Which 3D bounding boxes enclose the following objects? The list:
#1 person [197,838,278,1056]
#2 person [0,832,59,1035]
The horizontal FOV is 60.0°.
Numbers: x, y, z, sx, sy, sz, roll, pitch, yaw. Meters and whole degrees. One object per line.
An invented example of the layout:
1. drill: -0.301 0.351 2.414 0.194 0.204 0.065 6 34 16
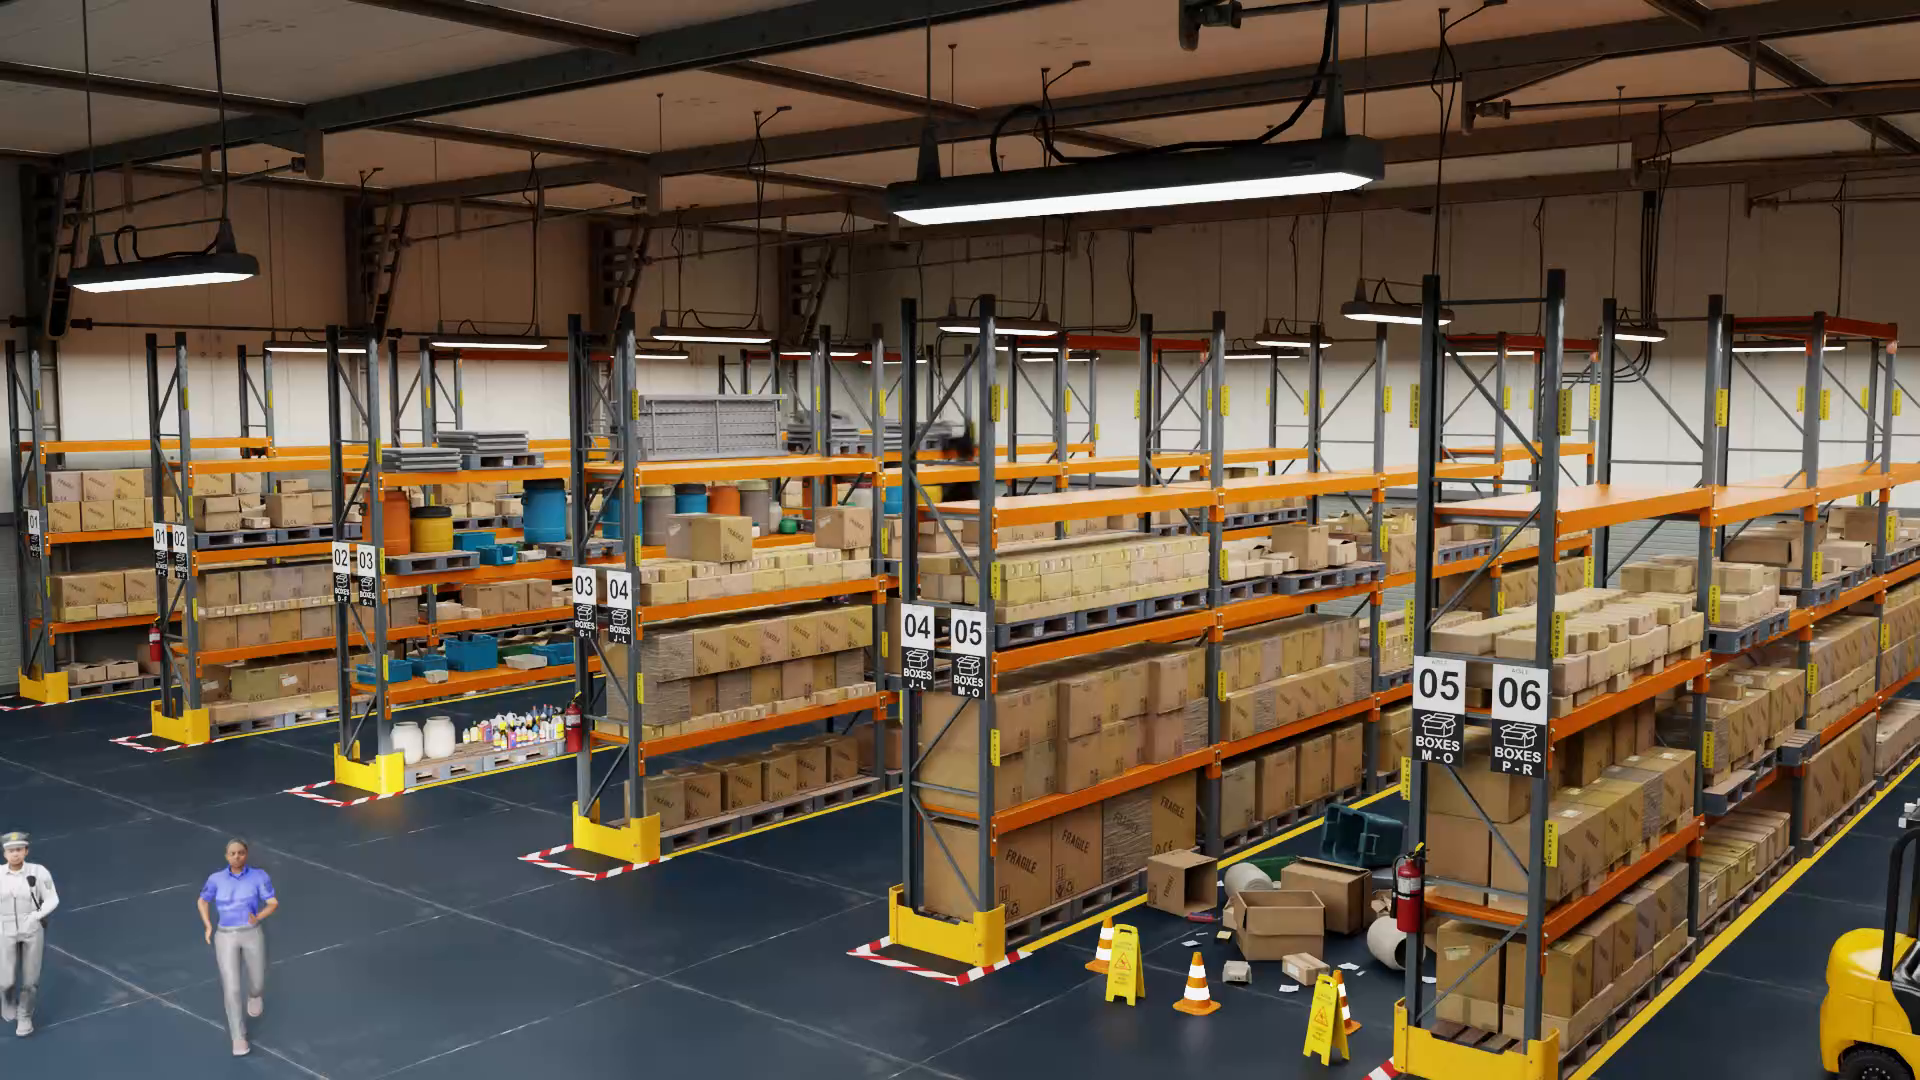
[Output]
1. person: -5.721 3.166 13.198 0.588 1.623 0.834 -2 6 -24
2. person: -7.520 3.149 13.266 0.605 1.659 0.535 -3 6 -29
